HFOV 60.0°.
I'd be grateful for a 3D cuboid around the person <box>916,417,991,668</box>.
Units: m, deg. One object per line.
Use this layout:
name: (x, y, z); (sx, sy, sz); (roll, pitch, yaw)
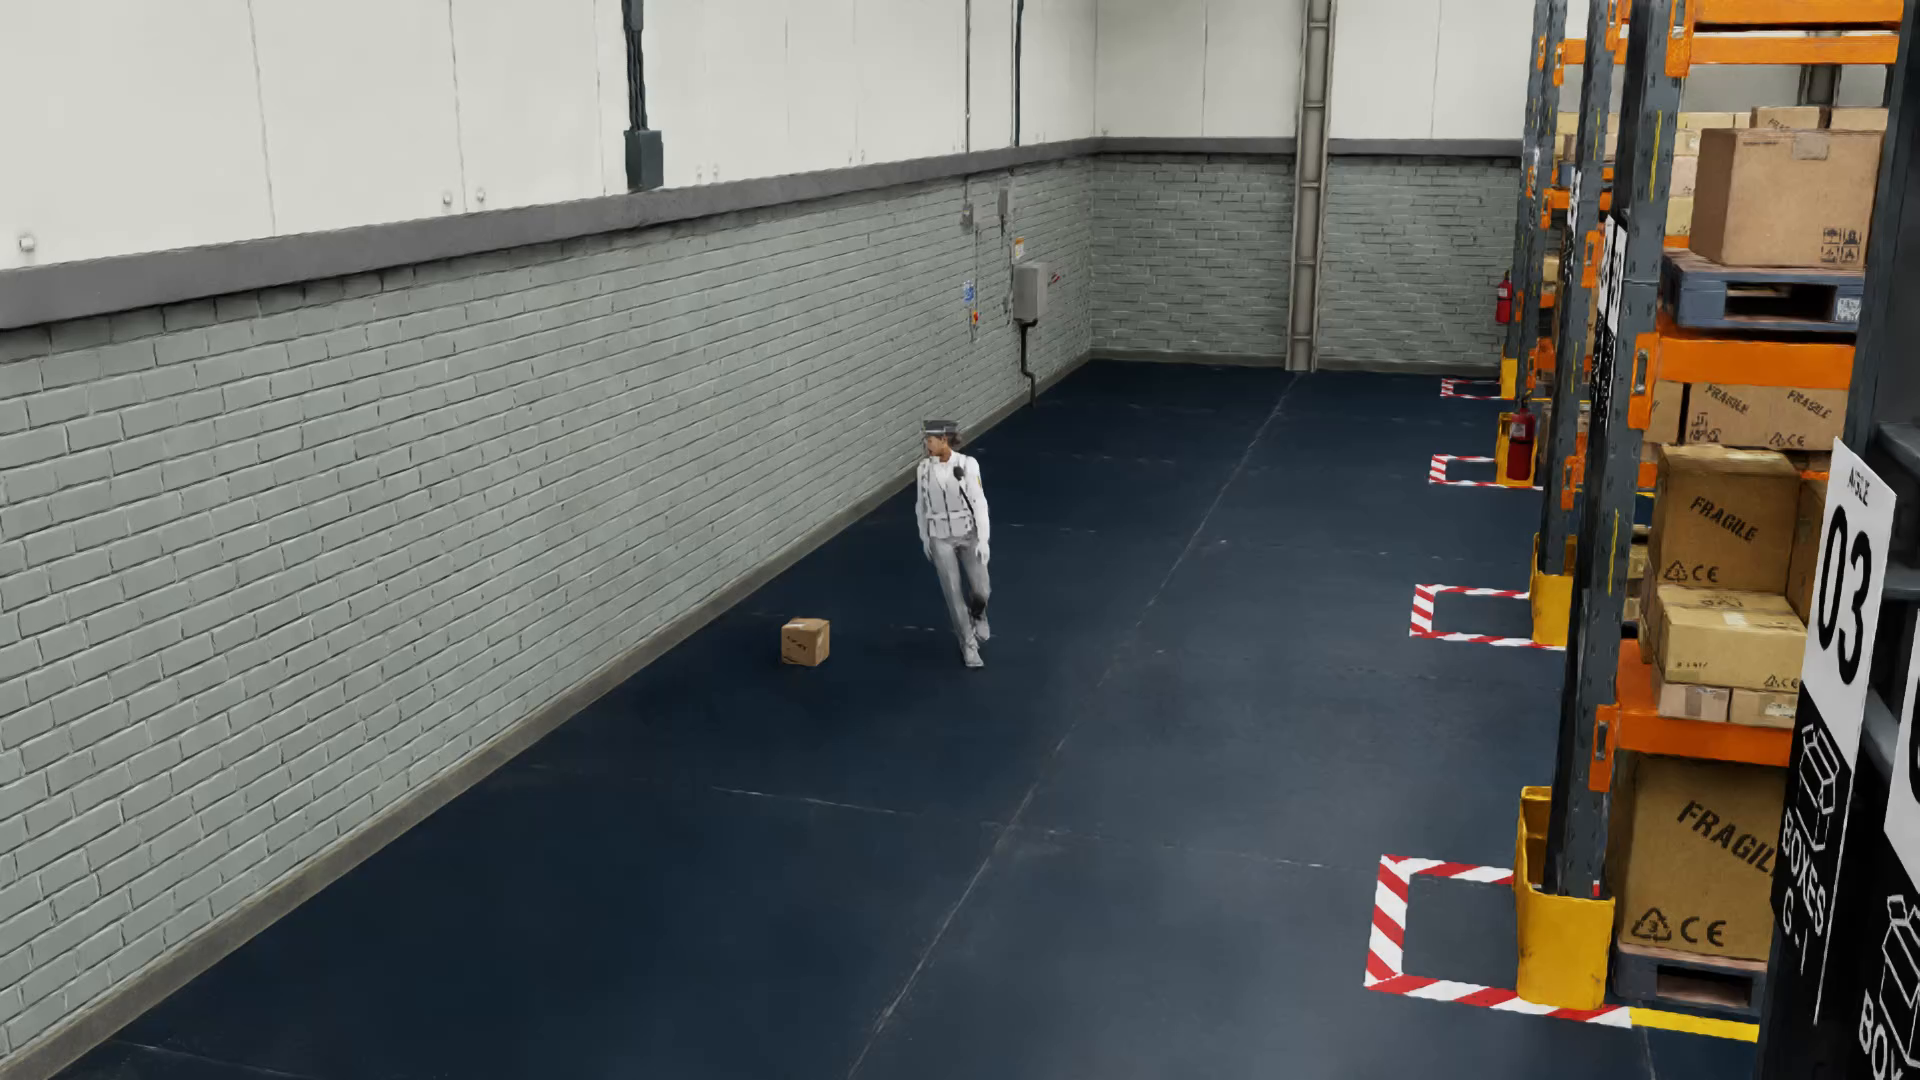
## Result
person: (-0.048, -0.003, 11.079); (0.527, 1.625, 0.605); (1, 15, 5)
